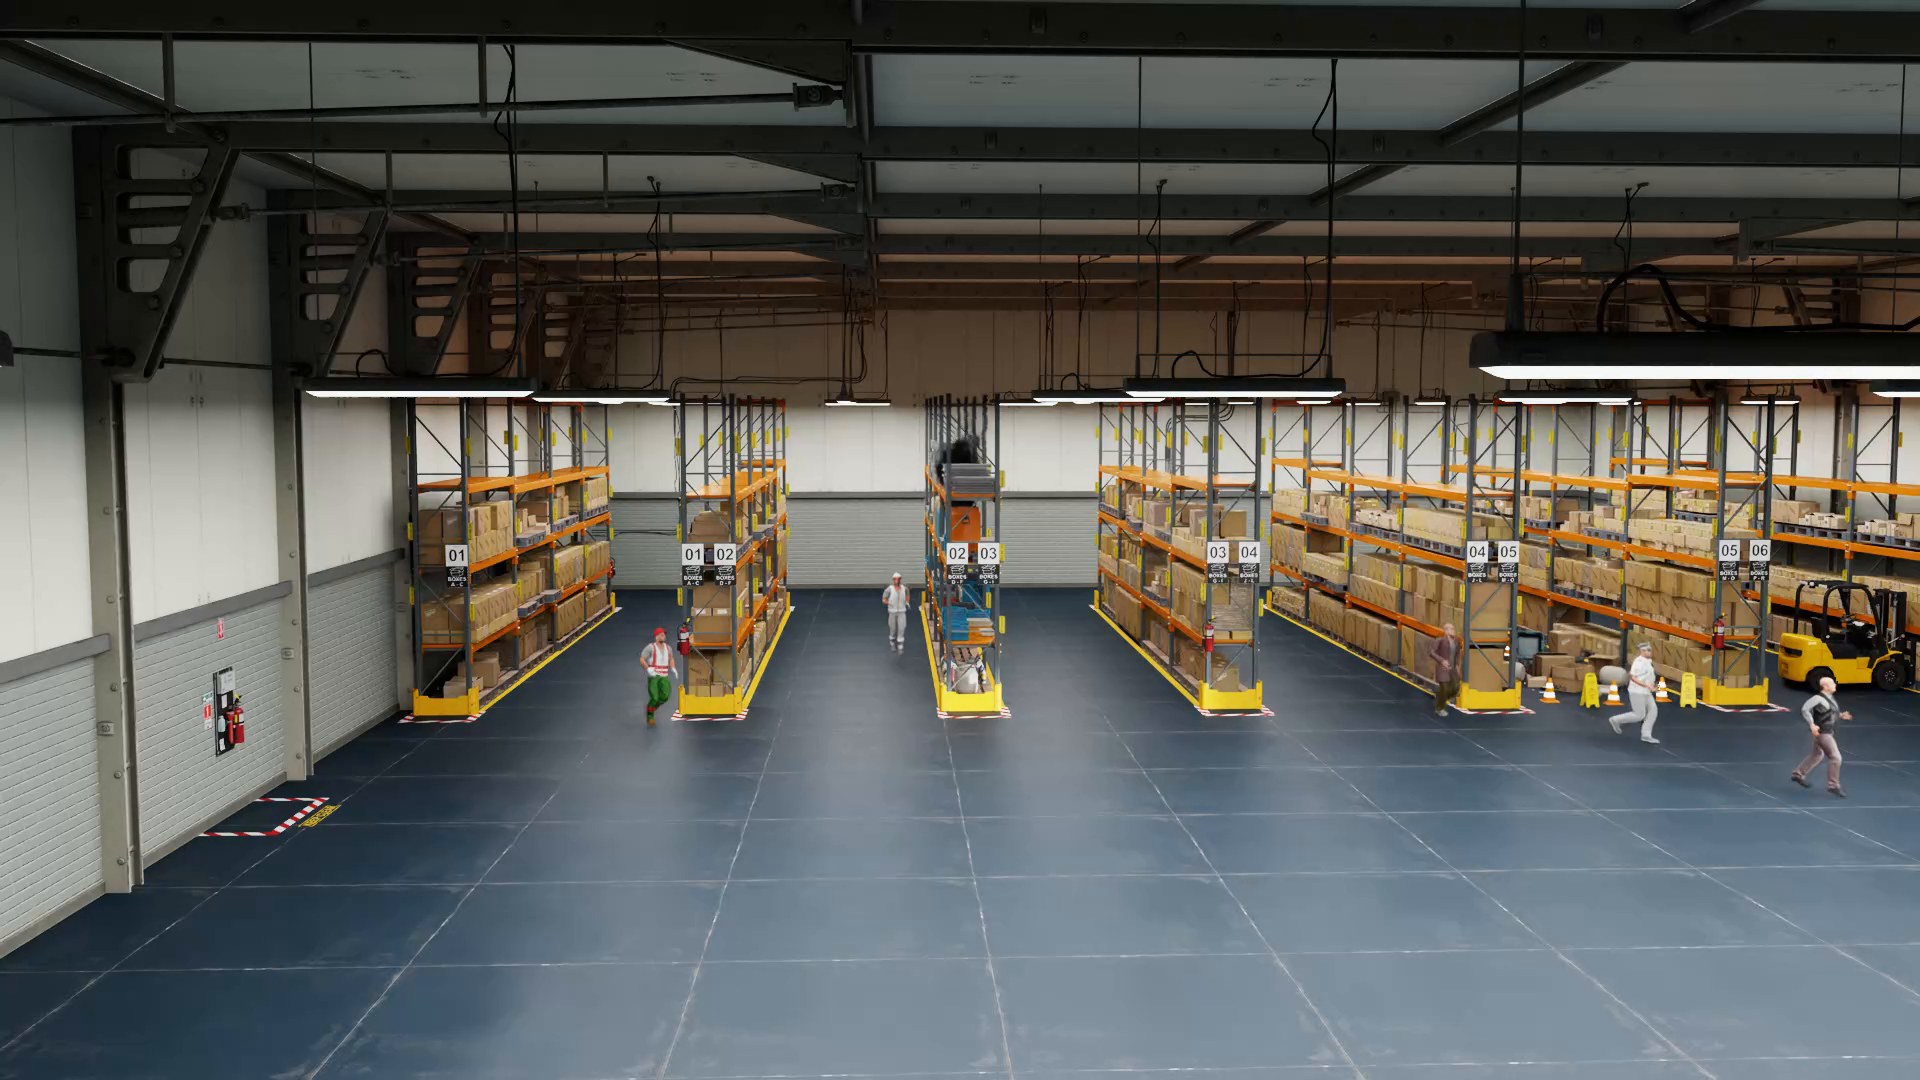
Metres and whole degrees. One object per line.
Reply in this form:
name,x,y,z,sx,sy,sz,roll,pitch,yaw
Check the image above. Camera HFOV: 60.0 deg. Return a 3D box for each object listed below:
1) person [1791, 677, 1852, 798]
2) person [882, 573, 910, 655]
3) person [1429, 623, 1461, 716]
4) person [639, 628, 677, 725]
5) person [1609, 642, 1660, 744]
person,12.817,2.915,24.741,0.791,1.775,0.643,3,5,34
person,-1.386,1.632,36.827,0.654,1.798,0.914,-1,5,-12
person,9.096,2.420,31.054,0.734,1.735,0.638,-2,5,-24
person,-5.460,2.472,30.215,0.732,1.735,0.529,-4,6,-40
person,11.642,2.598,28.597,0.829,1.750,0.653,4,6,40
